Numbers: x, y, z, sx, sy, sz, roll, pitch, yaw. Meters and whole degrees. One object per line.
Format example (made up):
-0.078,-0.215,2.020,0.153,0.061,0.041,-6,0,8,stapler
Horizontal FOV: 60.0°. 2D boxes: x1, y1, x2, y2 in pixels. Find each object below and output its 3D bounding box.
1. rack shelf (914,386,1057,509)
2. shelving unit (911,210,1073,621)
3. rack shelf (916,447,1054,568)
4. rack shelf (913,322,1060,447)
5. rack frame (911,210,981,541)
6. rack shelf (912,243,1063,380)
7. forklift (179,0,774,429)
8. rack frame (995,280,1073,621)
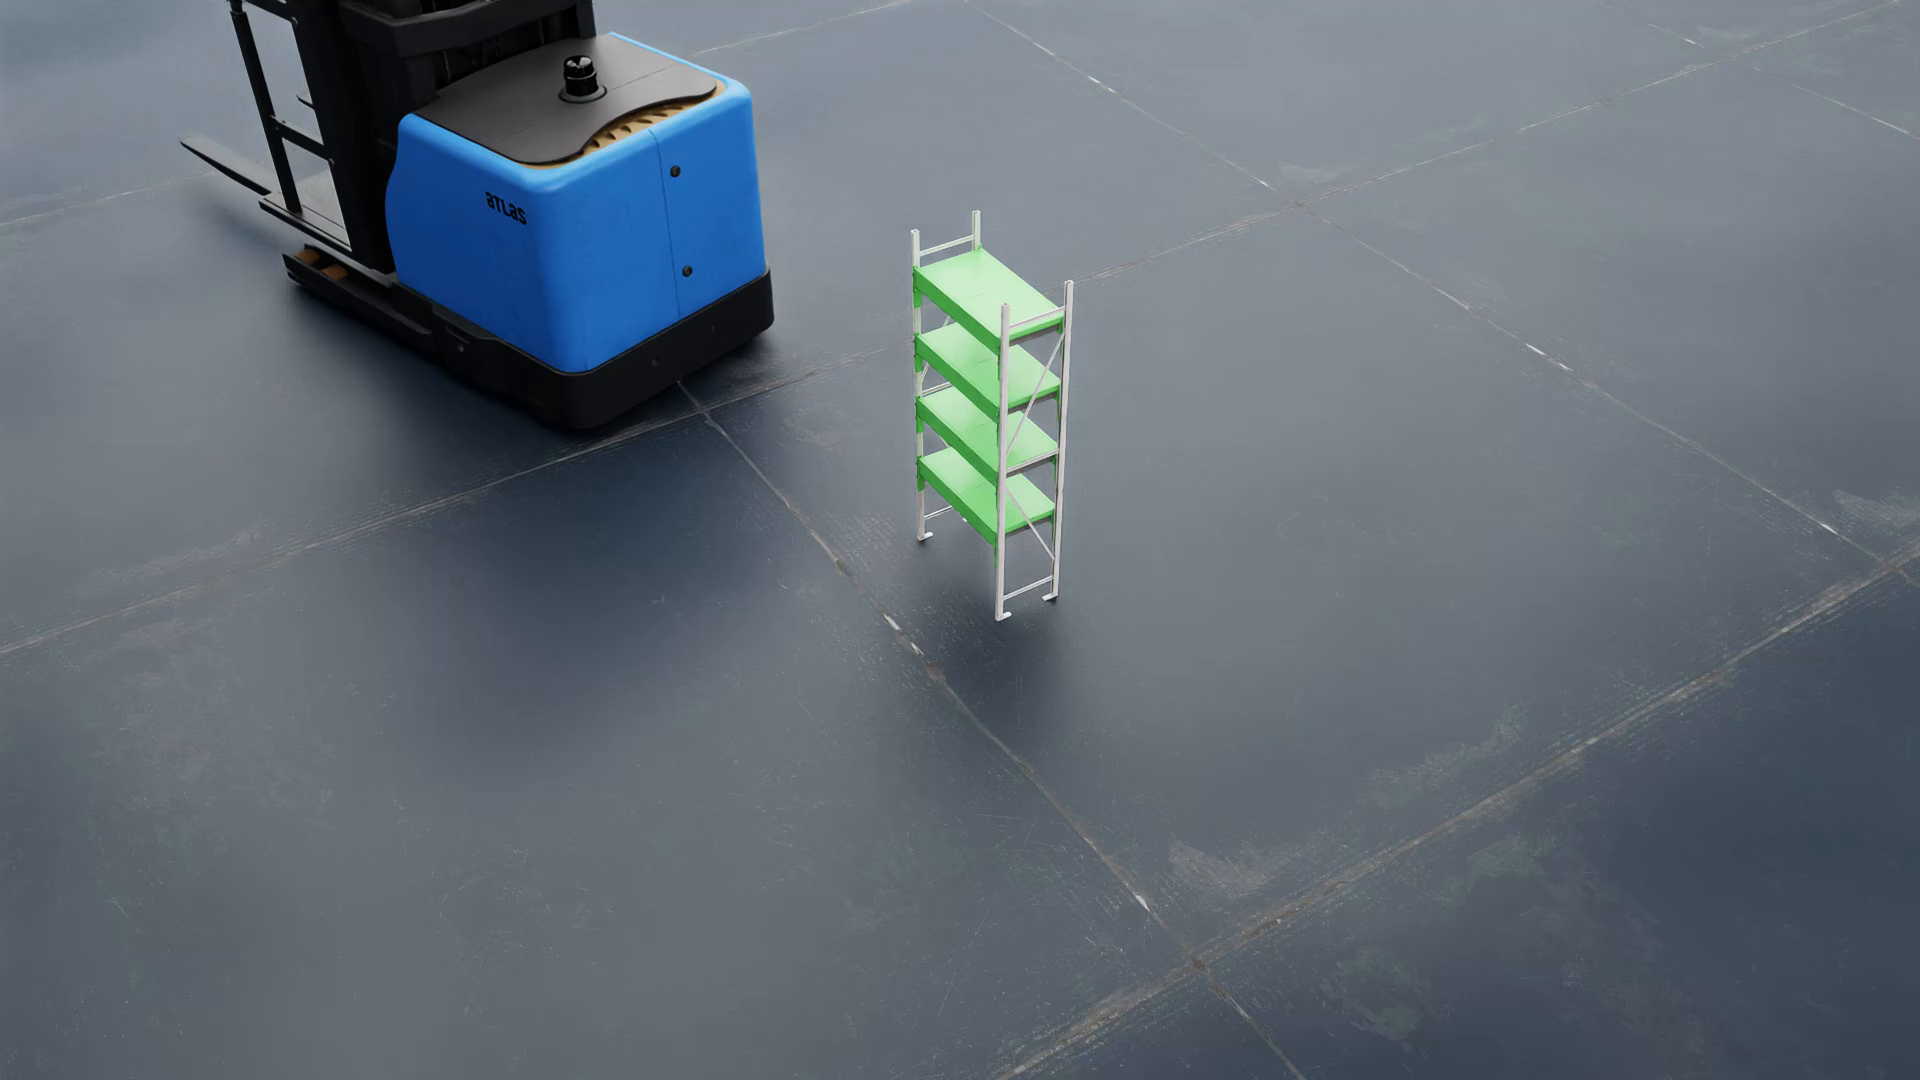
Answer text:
0.089,-0.323,5.300,0.258,0.148,0.480,-22,45,-24,rack shelf
0.089,-0.372,5.259,0.258,1.200,0.503,-22,45,-24,shelving unit
0.089,-0.138,5.453,0.258,0.148,0.480,-22,45,-24,rack shelf
0.089,-0.507,5.146,0.258,0.148,0.480,-22,45,-24,rack shelf
-0.042,-0.503,5.417,0.240,1.200,0.015,-22,45,-24,rack frame
0.089,-0.691,4.992,0.258,0.148,0.480,-22,45,-24,rack shelf
-2.201,-2.332,6.259,3.031,2.935,1.130,28,47,30,forklift
0.220,-0.240,5.101,0.240,1.200,0.015,-22,45,-24,rack frame
